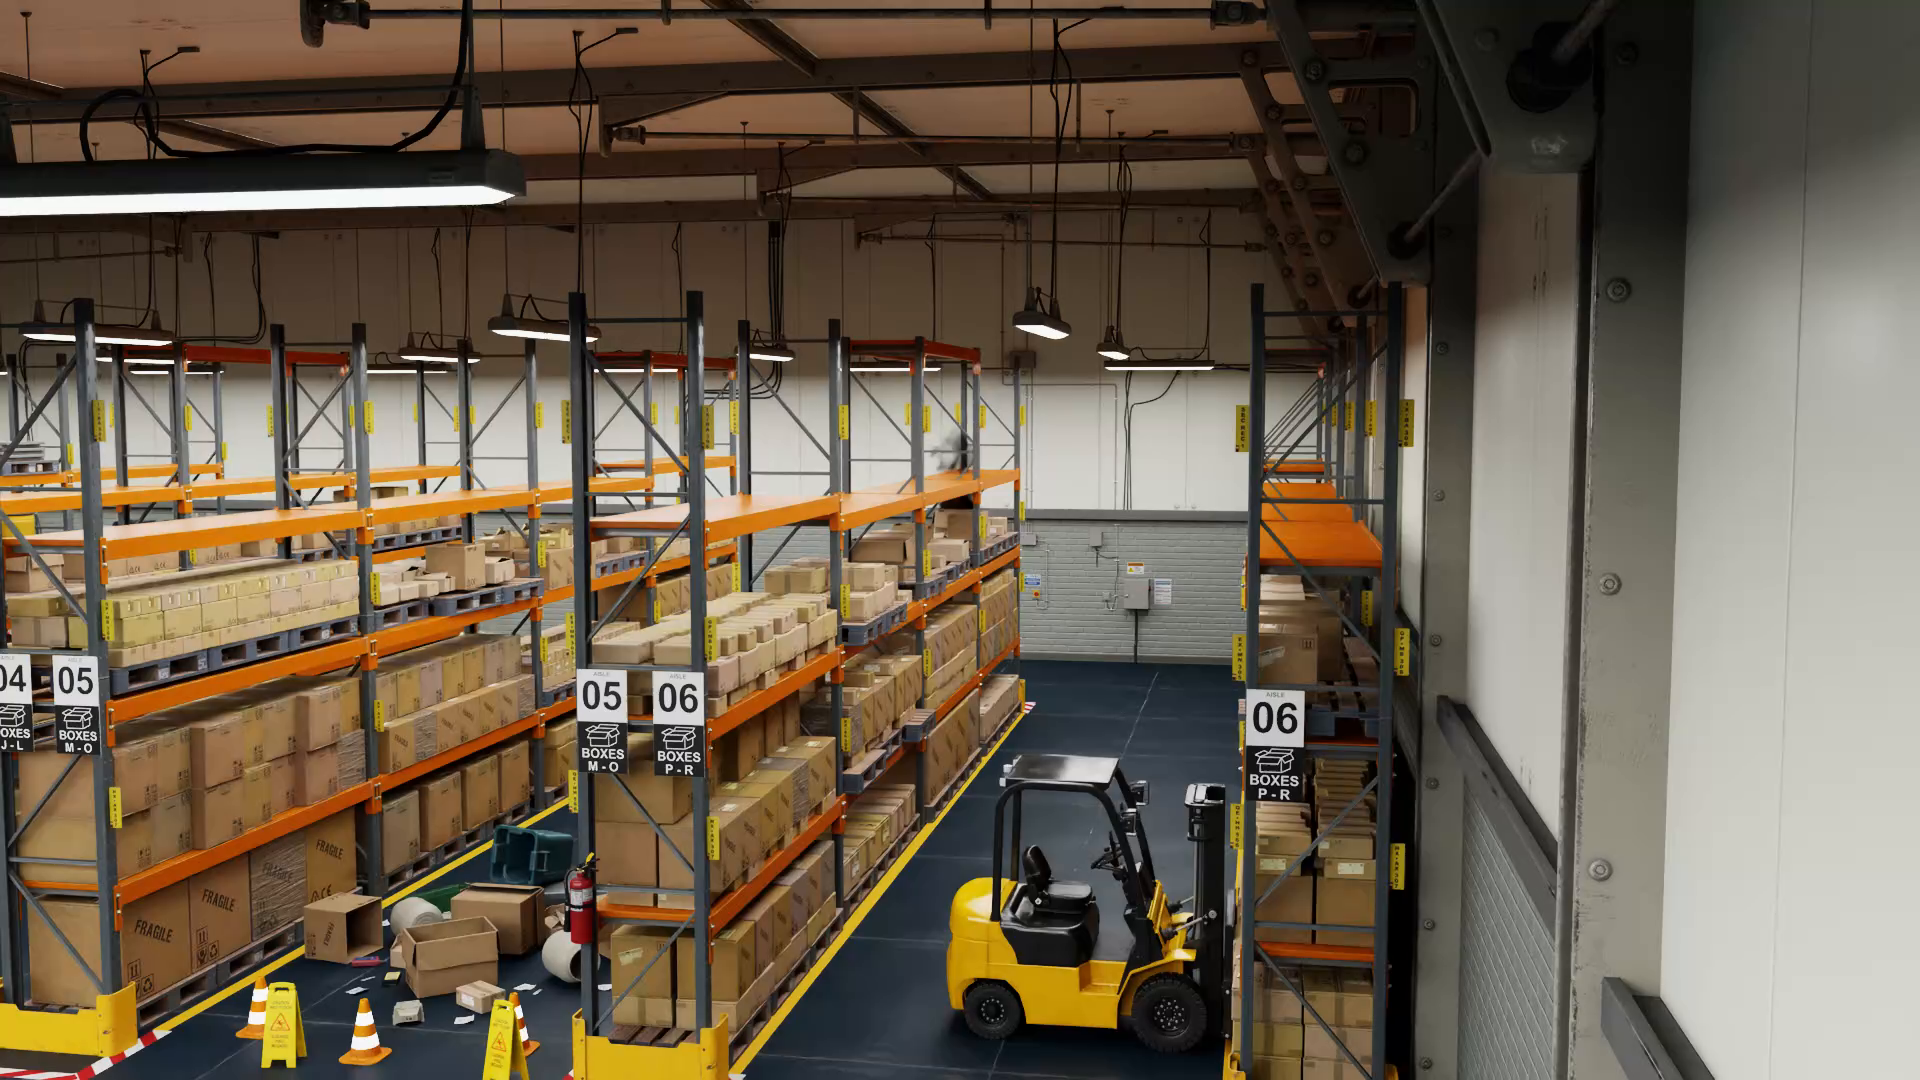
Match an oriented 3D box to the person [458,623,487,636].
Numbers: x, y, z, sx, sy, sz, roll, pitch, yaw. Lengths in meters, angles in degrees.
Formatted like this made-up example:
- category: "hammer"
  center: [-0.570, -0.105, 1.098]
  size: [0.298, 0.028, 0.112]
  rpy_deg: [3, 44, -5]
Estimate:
- category: "person"
  center: [-7.944, 2.115, 27.038]
  size: [0.672, 1.818, 0.751]
  rpy_deg: [0, 5, 1]
